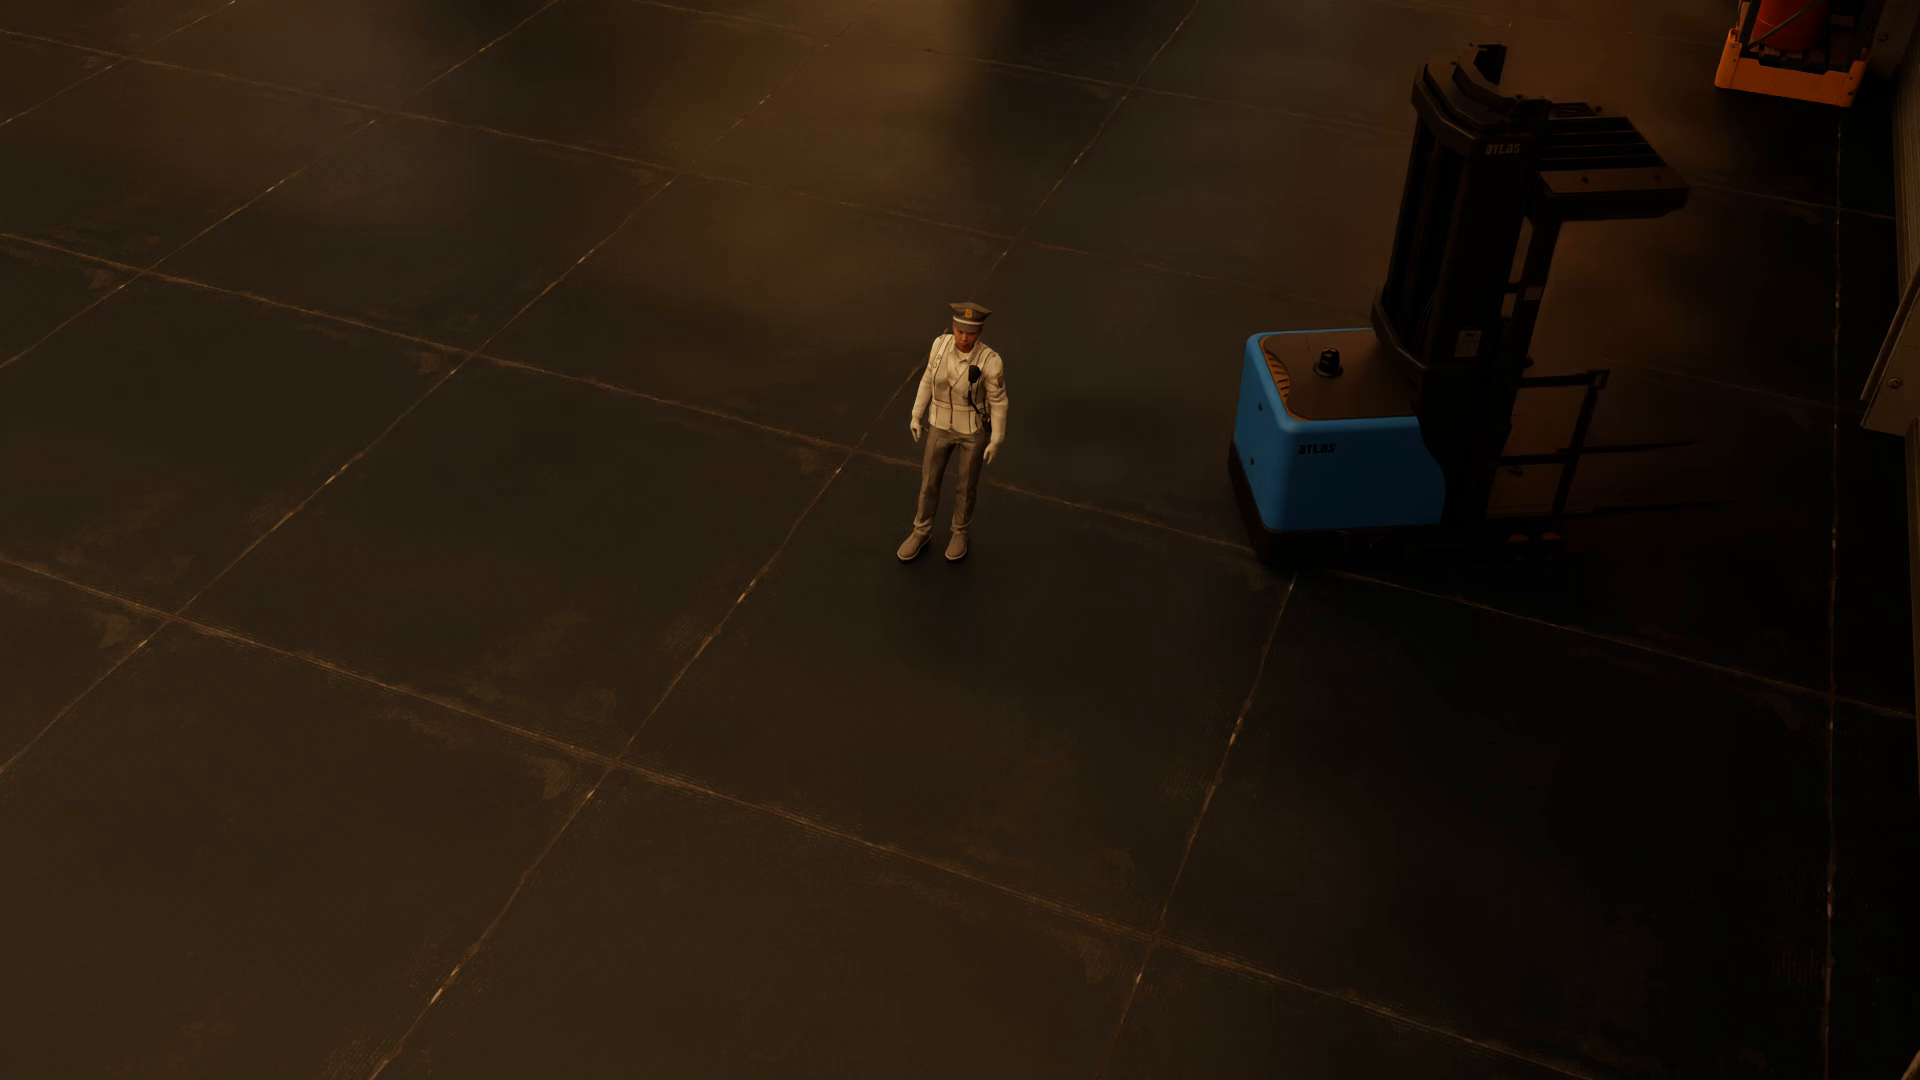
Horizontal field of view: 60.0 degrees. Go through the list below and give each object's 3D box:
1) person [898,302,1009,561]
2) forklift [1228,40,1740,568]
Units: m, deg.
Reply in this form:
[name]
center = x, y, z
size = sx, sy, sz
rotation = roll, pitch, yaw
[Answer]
[person]
center = -0.033, -0.616, 9.694
size = 0.587, 1.694, 0.529
rotation = 15, 42, 17
[forklift]
center = 3.272, -1.336, 9.602
size = 3.031, 2.935, 1.130
rotation = -3, 40, -4
